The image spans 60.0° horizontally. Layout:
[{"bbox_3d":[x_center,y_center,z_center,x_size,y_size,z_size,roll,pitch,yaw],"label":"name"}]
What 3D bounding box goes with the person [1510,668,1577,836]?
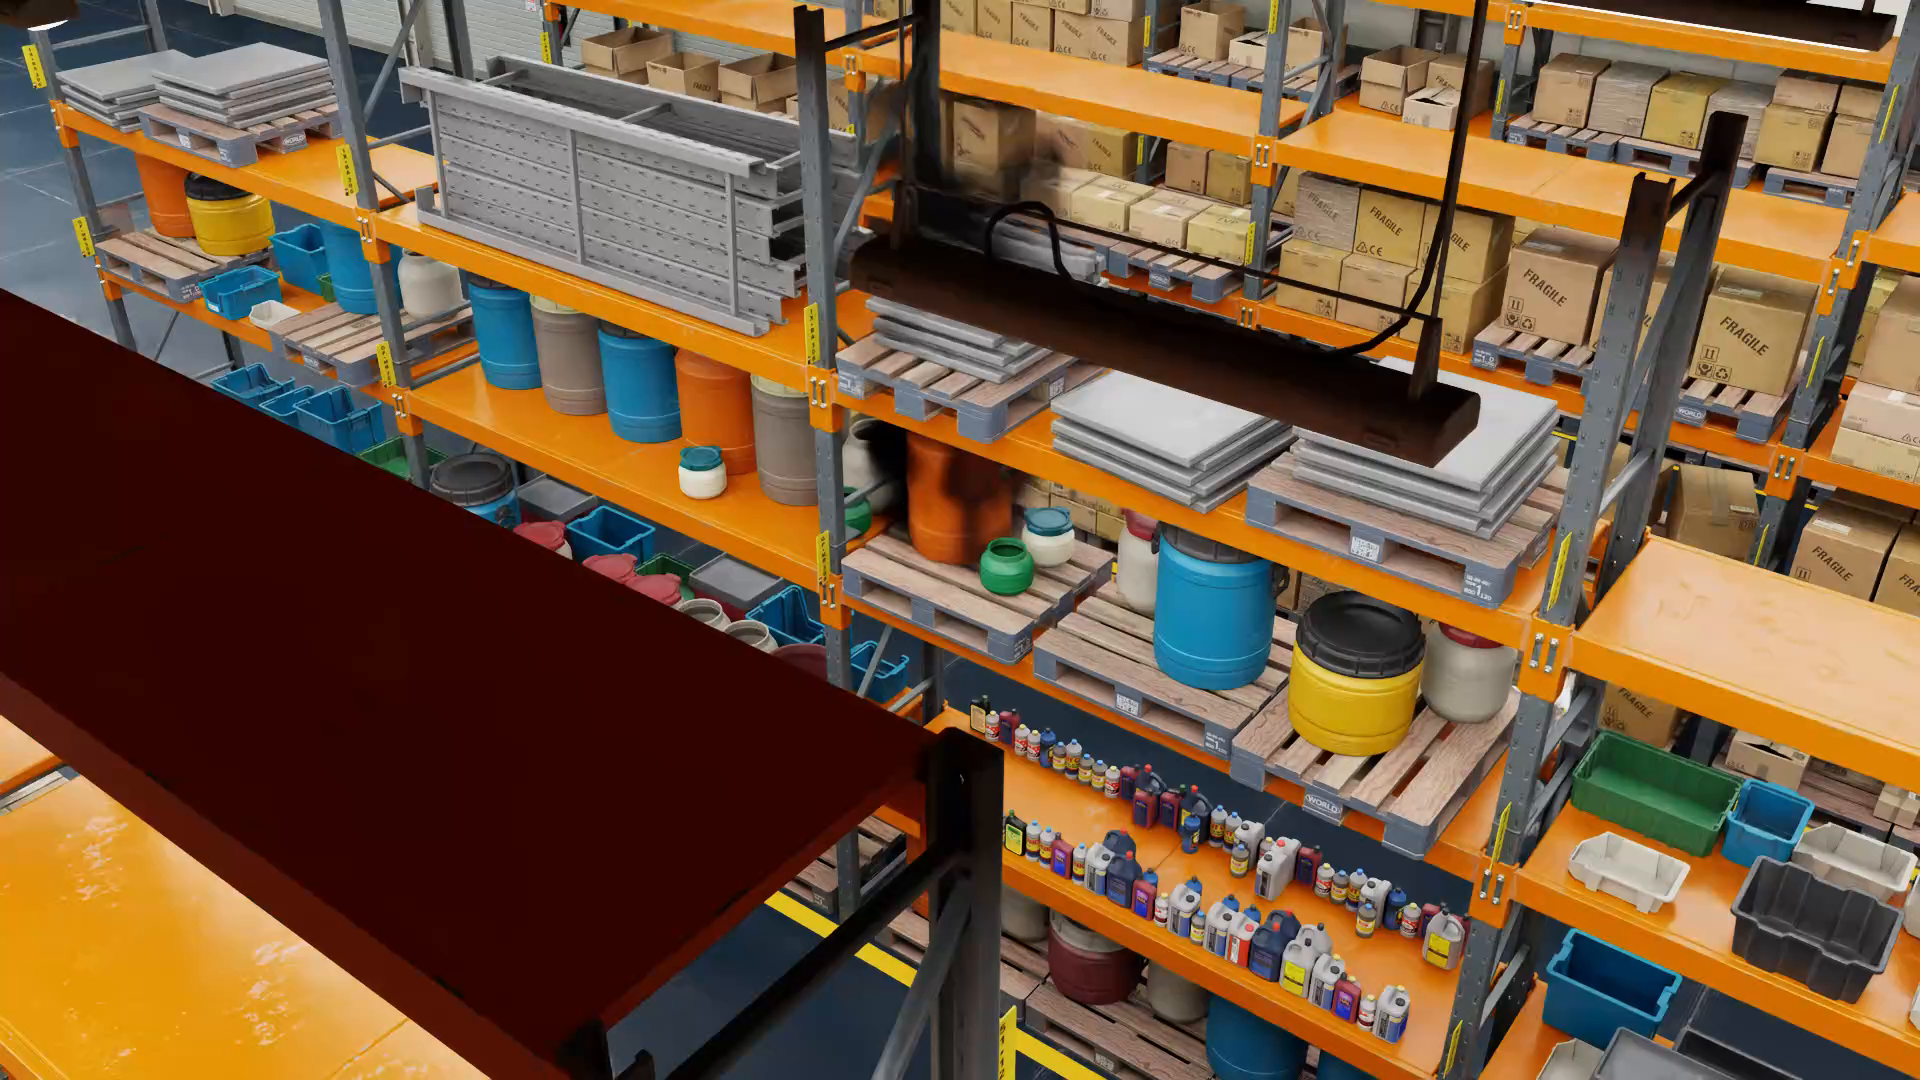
[{"bbox_3d":[3.842,1.348,11.121,0.640,1.733,0.560,16,35,25],"label":"person"}]
